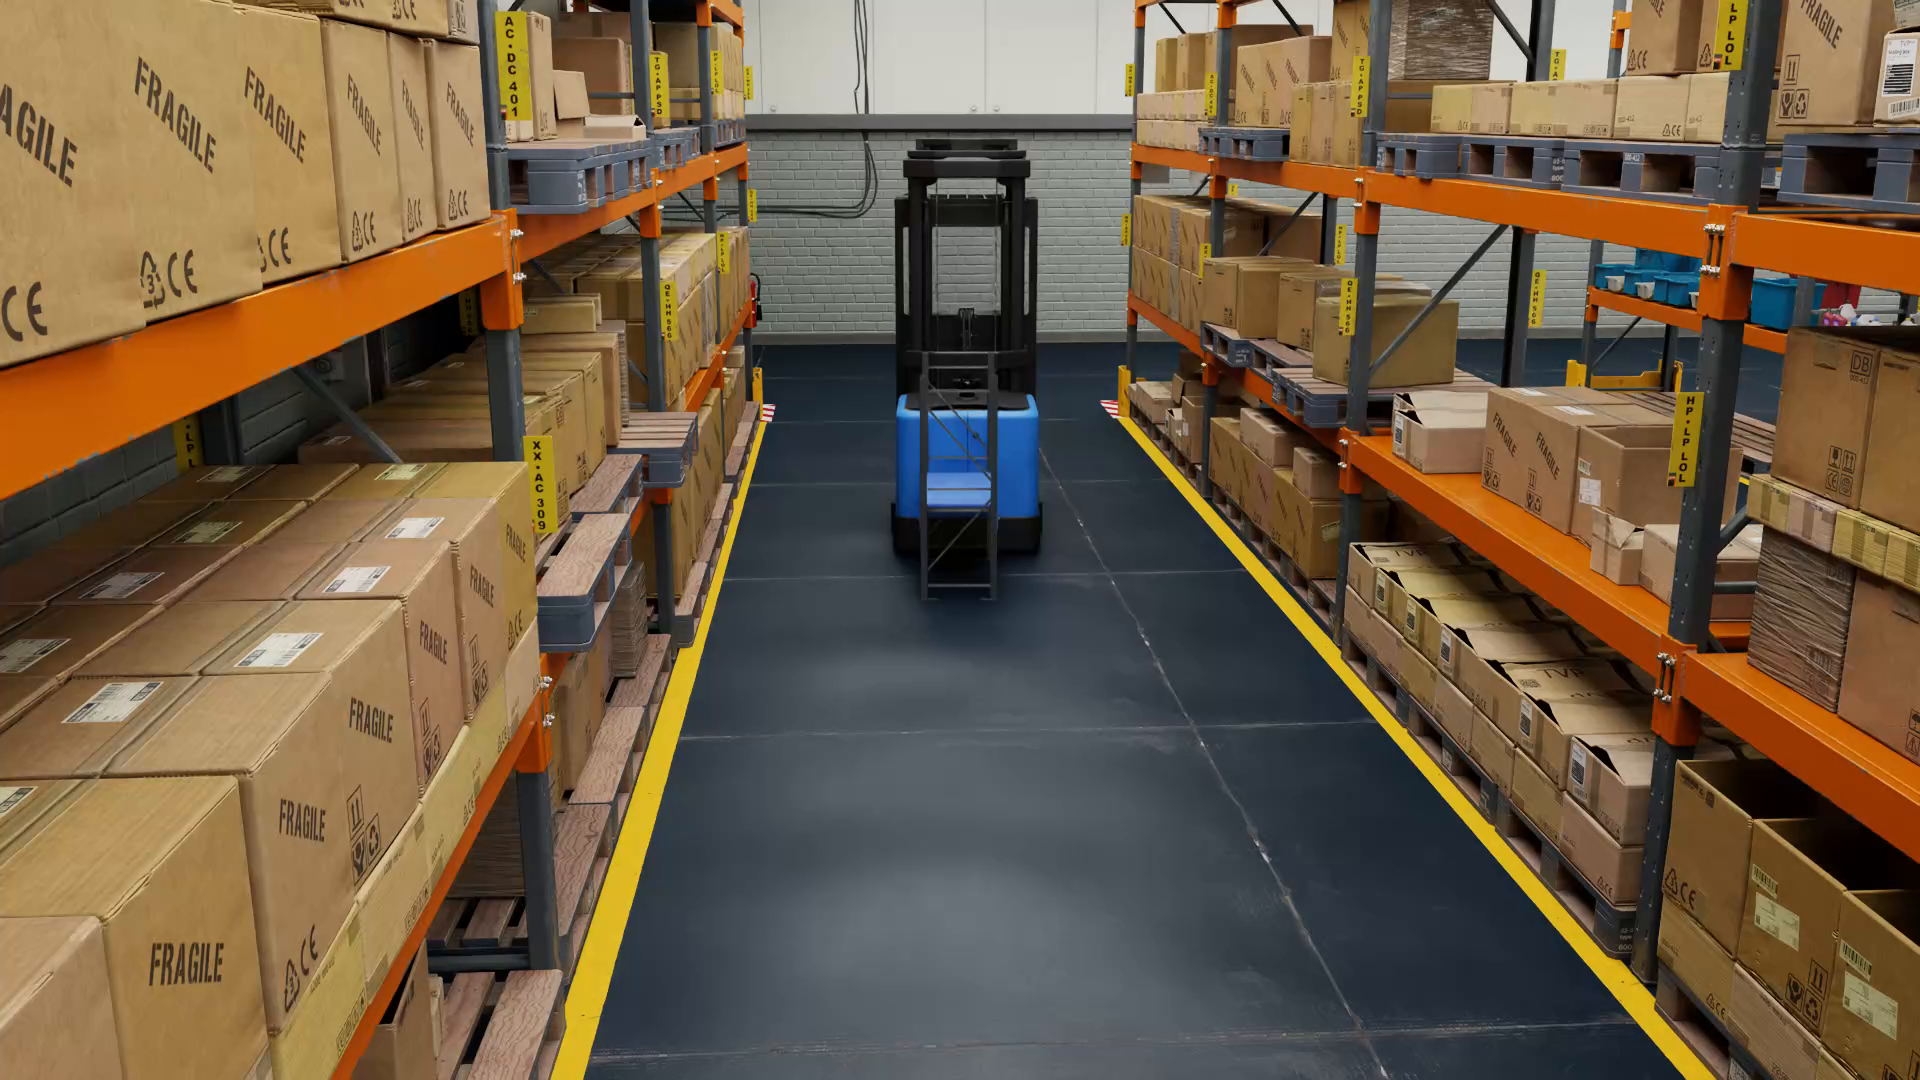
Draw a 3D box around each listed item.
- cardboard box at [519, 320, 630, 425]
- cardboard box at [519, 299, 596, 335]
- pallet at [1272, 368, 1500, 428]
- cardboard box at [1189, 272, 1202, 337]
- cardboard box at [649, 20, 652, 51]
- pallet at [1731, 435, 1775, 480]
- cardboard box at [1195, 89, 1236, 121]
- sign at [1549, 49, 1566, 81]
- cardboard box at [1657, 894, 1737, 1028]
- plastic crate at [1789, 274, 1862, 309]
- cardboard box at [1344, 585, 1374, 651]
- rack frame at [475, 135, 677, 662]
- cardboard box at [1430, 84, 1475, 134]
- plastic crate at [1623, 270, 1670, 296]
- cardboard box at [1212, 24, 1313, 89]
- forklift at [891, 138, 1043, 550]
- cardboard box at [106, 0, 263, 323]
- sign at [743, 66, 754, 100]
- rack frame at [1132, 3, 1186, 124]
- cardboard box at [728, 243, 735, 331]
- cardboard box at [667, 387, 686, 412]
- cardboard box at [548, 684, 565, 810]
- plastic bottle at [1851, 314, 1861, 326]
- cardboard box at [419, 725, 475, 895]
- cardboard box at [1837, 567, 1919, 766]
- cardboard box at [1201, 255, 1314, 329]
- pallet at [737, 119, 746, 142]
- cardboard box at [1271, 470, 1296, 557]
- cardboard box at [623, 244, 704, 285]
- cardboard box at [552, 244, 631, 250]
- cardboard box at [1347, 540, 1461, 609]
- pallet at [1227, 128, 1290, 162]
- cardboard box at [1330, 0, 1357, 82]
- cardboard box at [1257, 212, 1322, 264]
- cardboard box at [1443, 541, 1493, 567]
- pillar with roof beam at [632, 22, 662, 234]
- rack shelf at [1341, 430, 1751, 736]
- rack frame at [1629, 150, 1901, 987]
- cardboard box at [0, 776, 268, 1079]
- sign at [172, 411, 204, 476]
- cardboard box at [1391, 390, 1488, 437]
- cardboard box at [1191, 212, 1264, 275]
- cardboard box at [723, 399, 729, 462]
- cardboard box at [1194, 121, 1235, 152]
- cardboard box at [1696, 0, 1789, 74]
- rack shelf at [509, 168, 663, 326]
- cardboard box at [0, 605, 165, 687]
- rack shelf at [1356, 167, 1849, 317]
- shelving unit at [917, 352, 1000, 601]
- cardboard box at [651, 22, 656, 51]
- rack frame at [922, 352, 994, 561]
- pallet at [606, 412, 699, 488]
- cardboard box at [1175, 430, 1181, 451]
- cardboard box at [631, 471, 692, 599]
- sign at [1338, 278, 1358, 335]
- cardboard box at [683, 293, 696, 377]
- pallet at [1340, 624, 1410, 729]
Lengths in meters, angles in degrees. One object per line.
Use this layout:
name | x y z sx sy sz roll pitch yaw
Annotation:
cardboard box | -2.135 -0.892 8.890 0.700 0.500 0.500 -3 15 -10
cardboard box | -2.088 -1.158 8.621 0.380 0.149 0.250 -3 15 -13
pallet | 2.658 -0.899 10.387 1.213 0.211 1.003 -1 14 -3
cardboard box | 2.235 -1.988 14.033 0.500 0.500 0.500 -1 14 -3
cardboard box | -2.498 -3.599 11.884 0.500 0.250 0.500 0 14 1
pallet | 7.382 -0.727 14.928 1.003 0.211 1.213 -1 14 -3
cardboard box | 2.221 -3.558 13.615 0.500 0.250 0.500 -1 14 -3
sign | 3.324 -2.573 9.289 0.100 0.325 0.005 -1 14 -3
cardboard box | 2.744 1.418 5.669 0.500 0.250 0.500 -1 14 -3
plastic crate | 7.661 -2.181 14.734 0.402 0.464 0.583 -1 14 -3
cardboard box | 2.509 0.438 9.478 0.500 0.250 0.500 -1 14 -4
rack frame | -2.174 -0.747 9.411 1.000 3.000 0.127 -1 14 -3
cardboard box | 2.854 -2.296 8.869 0.500 0.250 0.500 -2 15 -8
plastic crate | 6.946 -2.608 16.857 0.416 0.233 0.300 -1 14 -3
cardboard box | 2.454 -3.925 13.535 0.700 0.500 0.500 -1 14 -3
forklift | 0.045 -1.654 13.074 1.130 2.935 3.031 0 14 0
cardboard box | -1.483 -0.619 2.651 0.500 0.500 0.500 0 14 -1
sign | -2.127 -4.585 16.689 0.100 0.325 0.005 -1 14 -3
rack frame | 2.274 -5.720 16.697 1.000 3.000 0.127 -1 14 -3
cardboard box | -2.479 -2.204 14.471 0.980 0.700 0.700 -1 14 -5
cardboard box | -1.902 -0.851 10.278 0.380 0.149 0.250 0 14 -2
cardboard box | -2.071 0.935 7.008 0.700 0.500 0.500 -1 14 -5
plastic bottle | 7.103 -1.649 13.174 0.097 0.271 0.097 0 14 0
cardboard box | -1.525 0.672 4.154 0.500 0.250 0.500 -1 14 -4
cardboard box | 3.091 0.363 4.895 0.700 0.500 0.500 -1 14 -4
cardboard box | 2.328 -1.950 13.042 0.700 0.500 0.500 -6 16 -22
pallet | -2.613 -3.962 16.065 1.003 0.211 1.213 -1 14 -3
cardboard box | 2.446 -0.185 11.359 0.500 0.500 0.500 -1 14 -5
cardboard box | -2.084 -1.941 11.708 0.500 0.250 0.500 -1 14 -2
cardboard box | -2.578 -1.934 11.682 0.500 0.250 0.500 -1 14 -5
cardboard box | 2.509 0.167 9.408 0.500 0.311 0.500 0 14 -2
pallet | 2.560 -2.760 11.591 1.213 0.211 1.003 -1 14 -3
cardboard box | 2.686 -3.172 10.609 0.500 0.500 0.500 -1 14 -3
cardboard box | 2.774 -2.474 13.913 0.500 0.500 0.500 -1 14 -2
cardboard box | 3.048 0.158 9.441 0.500 0.311 0.500 -1 14 -2
pillar with roof beam | 0.596 -6.367 19.212 9.100 9.000 0.400 -1 14 -3
rack shelf | 2.894 0.021 7.868 1.077 0.370 4.000 -1 14 -3
rack frame | 3.018 0.170 5.845 1.000 3.000 0.127 -1 14 -3
cardboard box | -1.429 0.696 2.559 0.500 0.500 0.500 -1 14 -3
sign | -2.480 -0.304 5.363 0.100 0.325 0.005 -1 14 -3
cardboard box | 2.749 -0.690 9.369 0.500 0.311 0.500 0 14 0
cardboard box | 2.232 -2.474 13.914 0.500 0.500 0.500 -1 14 -3
cardboard box | -2.366 -0.922 14.265 0.700 0.500 0.500 -1 14 -3
cardboard box | 2.226 -3.316 13.677 0.500 0.250 0.500 -1 14 -3
cardboard box | 3.019 -1.930 5.943 0.500 0.500 0.500 -1 14 -3
rack shelf | -2.050 -1.354 7.194 1.077 0.370 4.000 -1 14 -3
cardboard box | -2.009 0.449 3.517 0.500 0.500 0.500 -1 14 -3
rack shelf | 2.894 -1.432 7.494 1.077 0.370 4.000 -1 14 -3
shelving unit | -0.011 -0.453 11.277 0.538 1.500 1.048 0 14 0
cardboard box | -2.698 -3.907 13.425 0.500 0.500 0.500 -1 14 -4
rack frame | -0.014 -0.580 11.769 0.500 1.500 0.032 0 14 0
pallet | -2.024 -0.479 8.752 1.213 0.211 1.003 -1 14 -3
cardboard box | 2.120 -0.882 14.771 0.380 0.149 0.250 -1 14 -3
cardboard box | -2.089 -0.094 10.345 0.750 0.750 0.750 -1 14 -4
sign | 2.229 -1.336 9.536 0.100 0.325 0.005 -1 14 -3
cardboard box | -2.002 -1.328 10.830 0.500 0.500 0.500 -1 14 -4
pallet | 2.782 0.731 9.261 1.003 0.211 1.213 -1 14 -3
